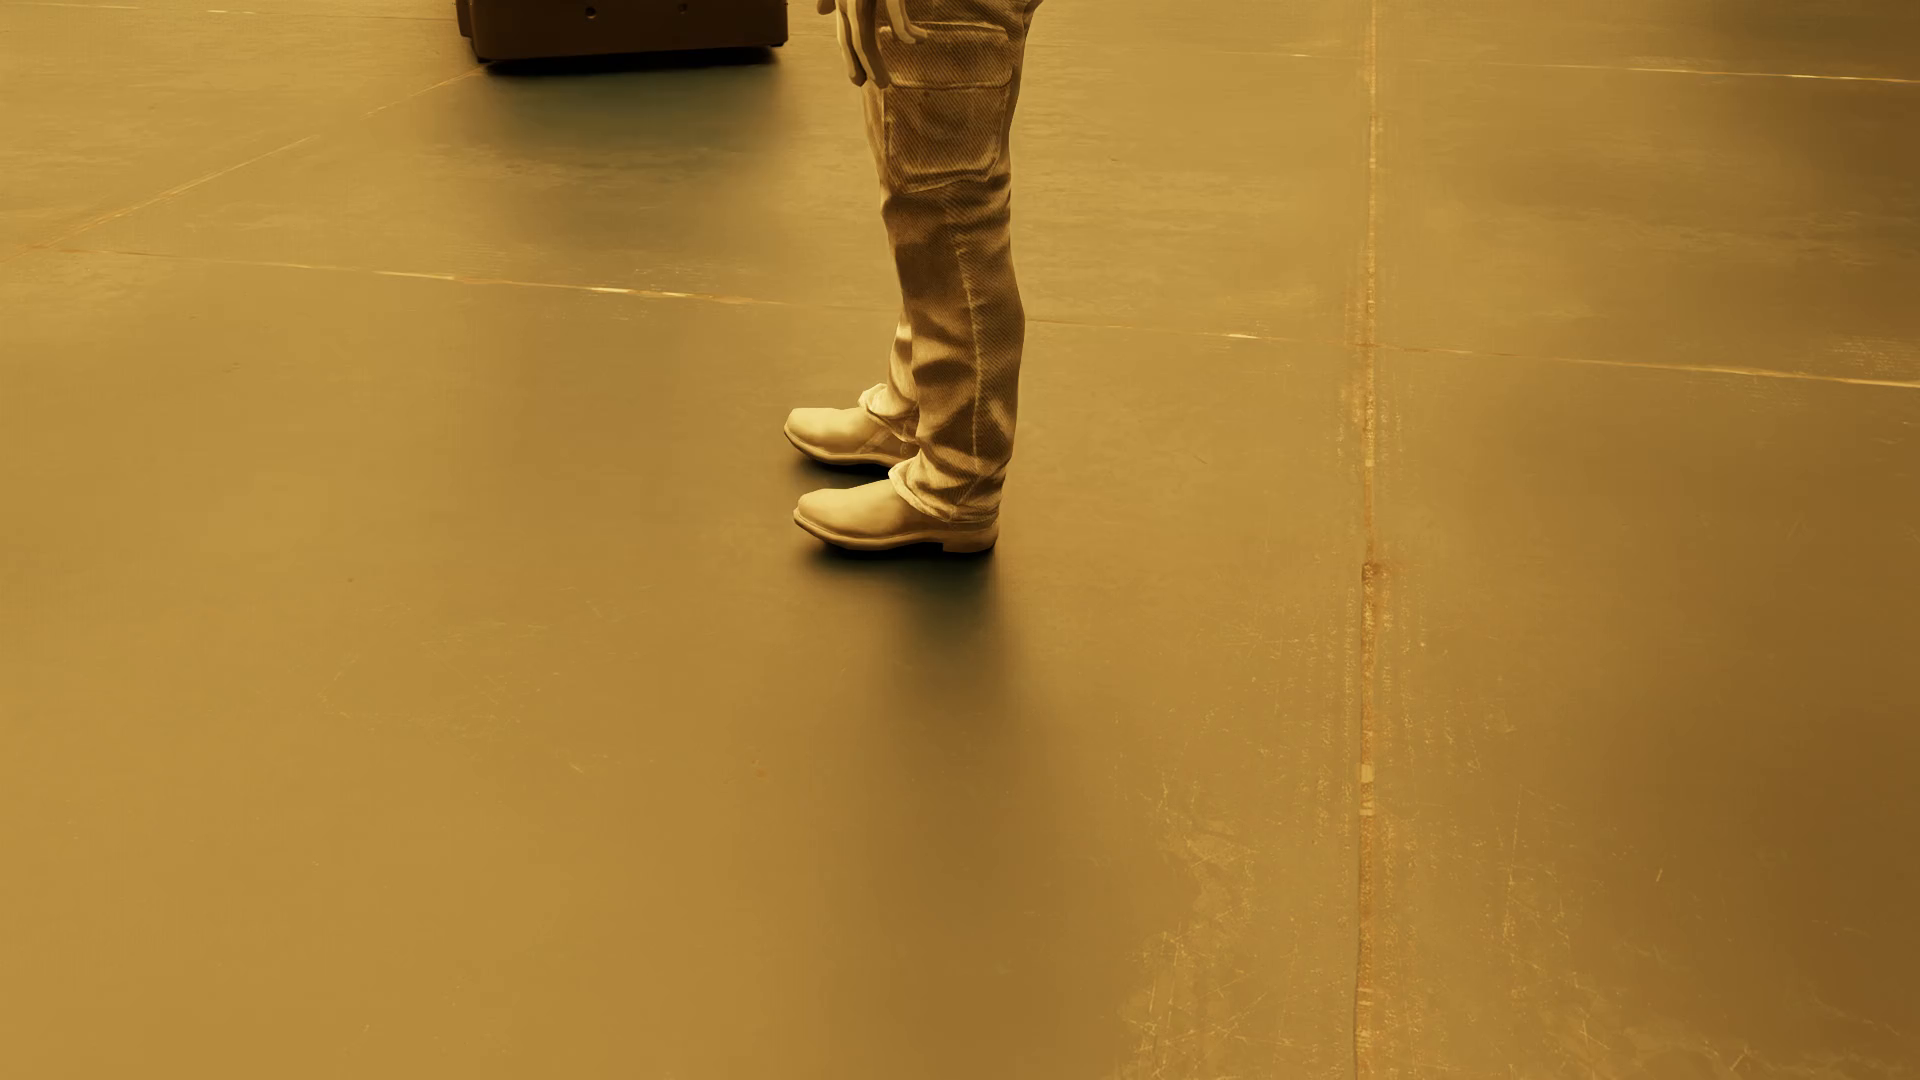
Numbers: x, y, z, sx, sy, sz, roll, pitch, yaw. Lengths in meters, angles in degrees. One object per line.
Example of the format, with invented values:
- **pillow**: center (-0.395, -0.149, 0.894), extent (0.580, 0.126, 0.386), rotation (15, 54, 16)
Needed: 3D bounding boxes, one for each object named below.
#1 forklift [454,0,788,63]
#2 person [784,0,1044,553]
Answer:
- **forklift**: center (-1.518, -3.532, 6.247), extent (1.130, 2.935, 3.031), rotation (-8, 28, -15)
- **person**: center (-0.068, -0.814, 2.117), extent (0.577, 1.782, 0.656), rotation (6, 27, 11)
